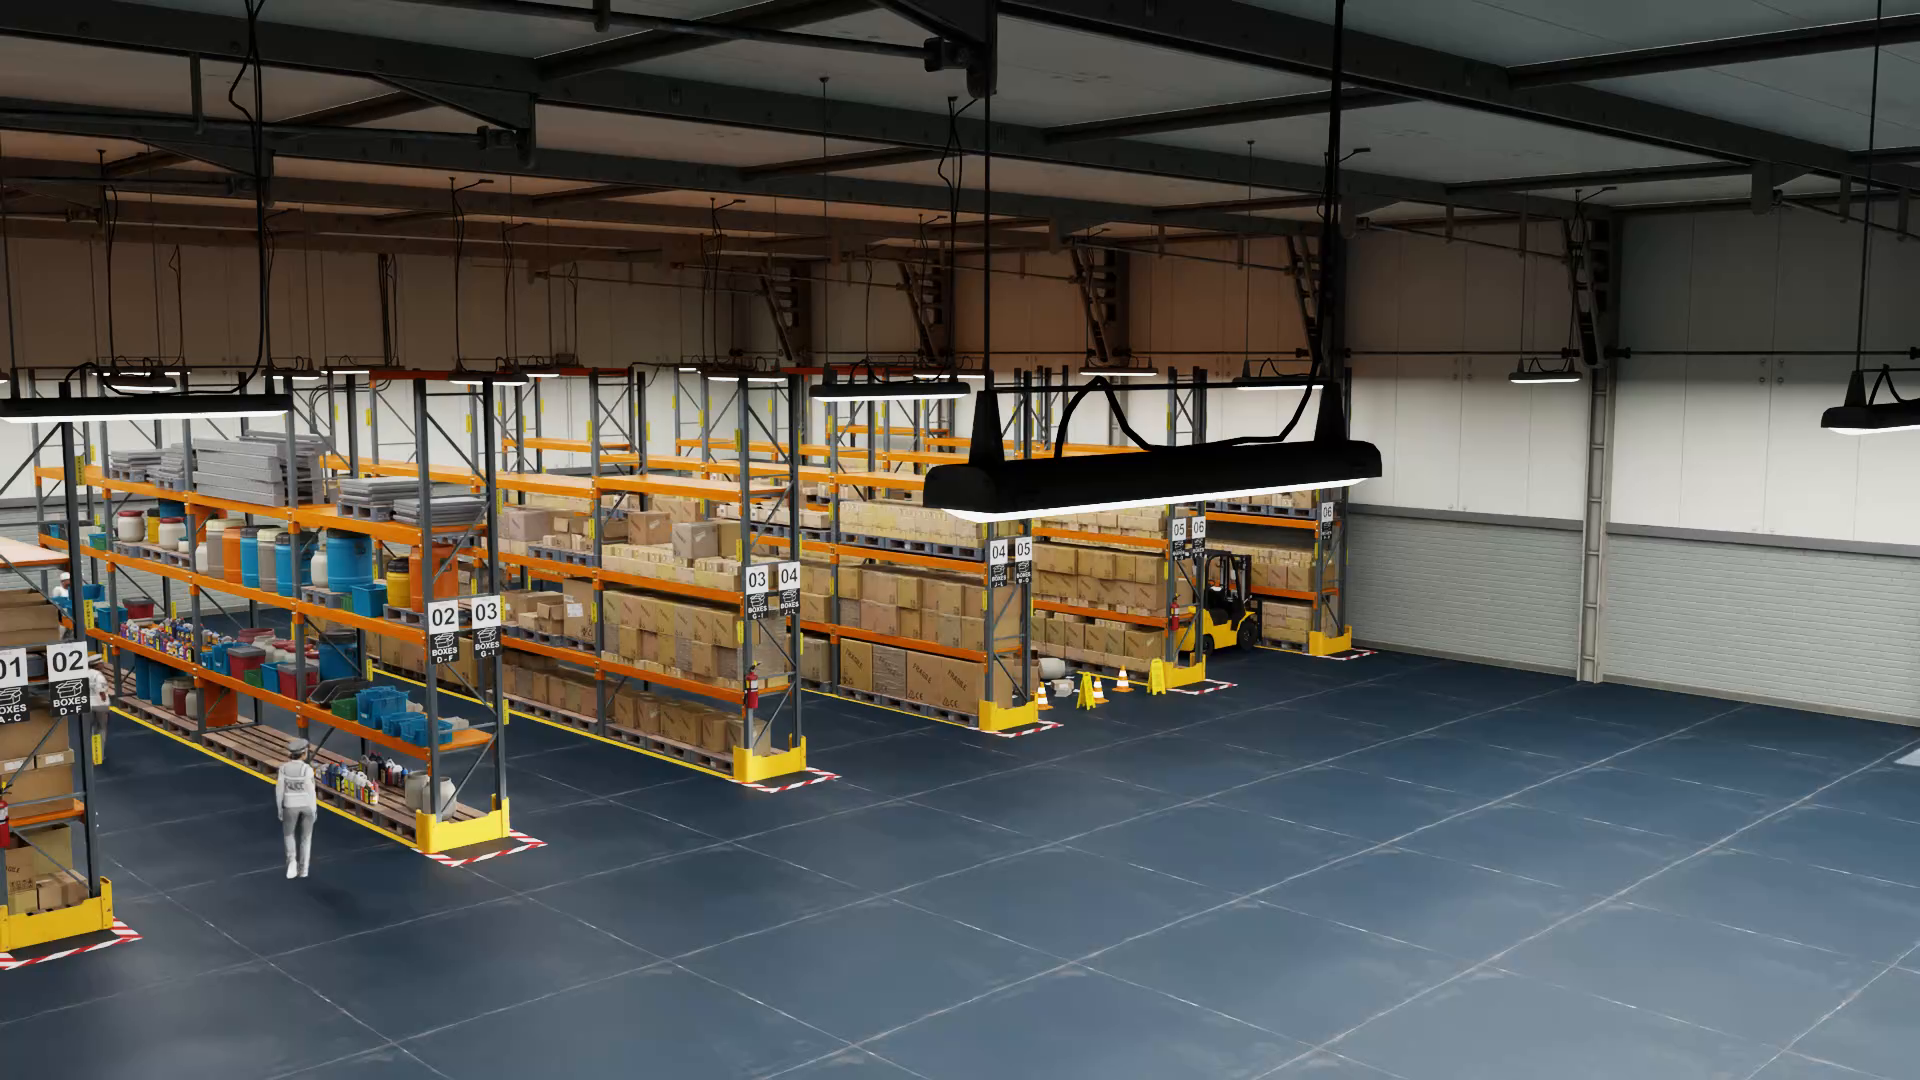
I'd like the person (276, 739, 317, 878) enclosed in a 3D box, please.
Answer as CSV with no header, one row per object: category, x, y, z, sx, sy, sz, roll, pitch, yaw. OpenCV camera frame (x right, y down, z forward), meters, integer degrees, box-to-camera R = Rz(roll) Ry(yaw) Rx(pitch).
person,-7.962,3.238,19.952,0.464,1.674,0.529,-2,7,-17

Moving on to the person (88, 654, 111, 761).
person,-13.352,2.592,25.666,0.450,1.675,0.486,-1,7,-8

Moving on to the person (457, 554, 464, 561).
person,-11.704,1.054,38.892,0.744,1.723,1.119,-4,8,-31

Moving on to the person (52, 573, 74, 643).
person,-18.444,1.575,34.284,0.414,1.791,0.632,3,7,26
